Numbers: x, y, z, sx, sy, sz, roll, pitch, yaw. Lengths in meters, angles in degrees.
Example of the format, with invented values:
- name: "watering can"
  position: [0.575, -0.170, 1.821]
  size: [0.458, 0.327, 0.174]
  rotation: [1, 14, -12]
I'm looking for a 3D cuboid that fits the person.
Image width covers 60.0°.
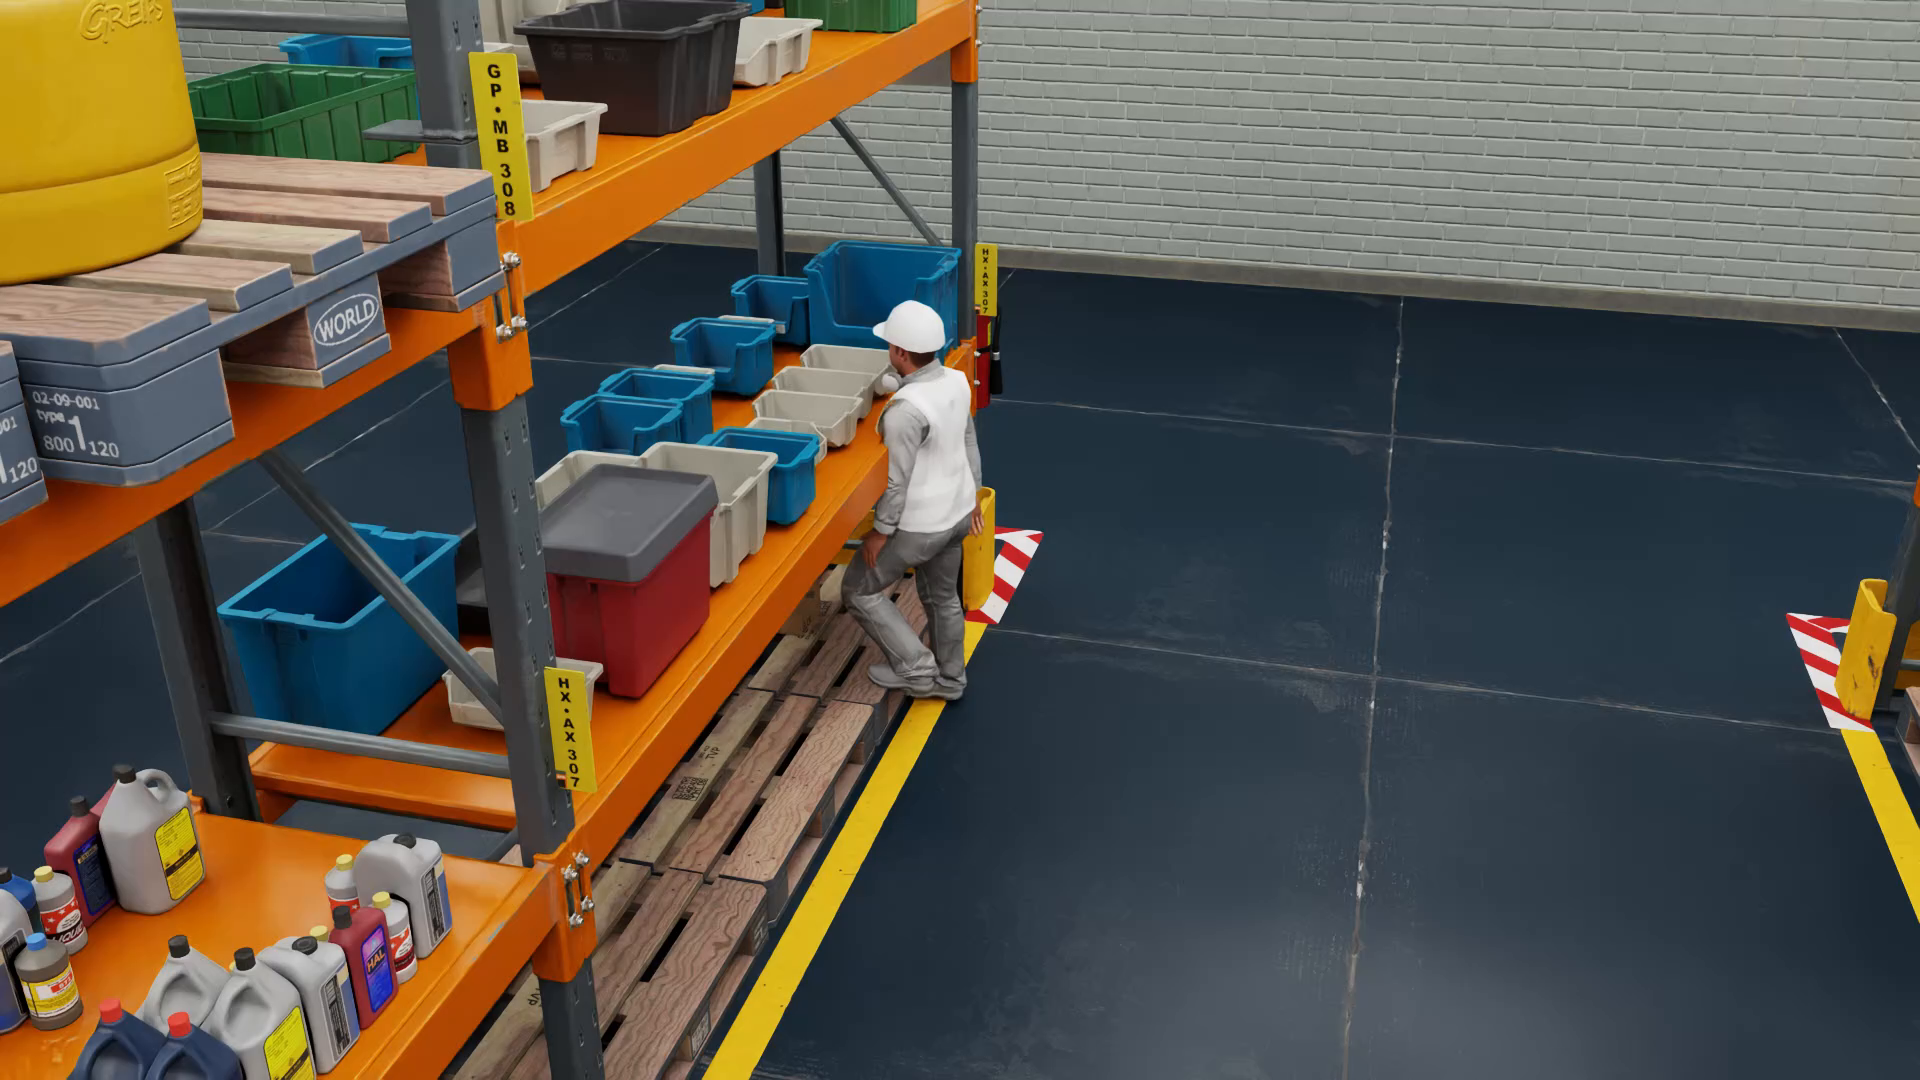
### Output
- name: "person"
  position: [-0.201, -0.109, 6.761]
  size: [0.486, 1.790, 0.572]
  rotation: [12, 28, 24]
